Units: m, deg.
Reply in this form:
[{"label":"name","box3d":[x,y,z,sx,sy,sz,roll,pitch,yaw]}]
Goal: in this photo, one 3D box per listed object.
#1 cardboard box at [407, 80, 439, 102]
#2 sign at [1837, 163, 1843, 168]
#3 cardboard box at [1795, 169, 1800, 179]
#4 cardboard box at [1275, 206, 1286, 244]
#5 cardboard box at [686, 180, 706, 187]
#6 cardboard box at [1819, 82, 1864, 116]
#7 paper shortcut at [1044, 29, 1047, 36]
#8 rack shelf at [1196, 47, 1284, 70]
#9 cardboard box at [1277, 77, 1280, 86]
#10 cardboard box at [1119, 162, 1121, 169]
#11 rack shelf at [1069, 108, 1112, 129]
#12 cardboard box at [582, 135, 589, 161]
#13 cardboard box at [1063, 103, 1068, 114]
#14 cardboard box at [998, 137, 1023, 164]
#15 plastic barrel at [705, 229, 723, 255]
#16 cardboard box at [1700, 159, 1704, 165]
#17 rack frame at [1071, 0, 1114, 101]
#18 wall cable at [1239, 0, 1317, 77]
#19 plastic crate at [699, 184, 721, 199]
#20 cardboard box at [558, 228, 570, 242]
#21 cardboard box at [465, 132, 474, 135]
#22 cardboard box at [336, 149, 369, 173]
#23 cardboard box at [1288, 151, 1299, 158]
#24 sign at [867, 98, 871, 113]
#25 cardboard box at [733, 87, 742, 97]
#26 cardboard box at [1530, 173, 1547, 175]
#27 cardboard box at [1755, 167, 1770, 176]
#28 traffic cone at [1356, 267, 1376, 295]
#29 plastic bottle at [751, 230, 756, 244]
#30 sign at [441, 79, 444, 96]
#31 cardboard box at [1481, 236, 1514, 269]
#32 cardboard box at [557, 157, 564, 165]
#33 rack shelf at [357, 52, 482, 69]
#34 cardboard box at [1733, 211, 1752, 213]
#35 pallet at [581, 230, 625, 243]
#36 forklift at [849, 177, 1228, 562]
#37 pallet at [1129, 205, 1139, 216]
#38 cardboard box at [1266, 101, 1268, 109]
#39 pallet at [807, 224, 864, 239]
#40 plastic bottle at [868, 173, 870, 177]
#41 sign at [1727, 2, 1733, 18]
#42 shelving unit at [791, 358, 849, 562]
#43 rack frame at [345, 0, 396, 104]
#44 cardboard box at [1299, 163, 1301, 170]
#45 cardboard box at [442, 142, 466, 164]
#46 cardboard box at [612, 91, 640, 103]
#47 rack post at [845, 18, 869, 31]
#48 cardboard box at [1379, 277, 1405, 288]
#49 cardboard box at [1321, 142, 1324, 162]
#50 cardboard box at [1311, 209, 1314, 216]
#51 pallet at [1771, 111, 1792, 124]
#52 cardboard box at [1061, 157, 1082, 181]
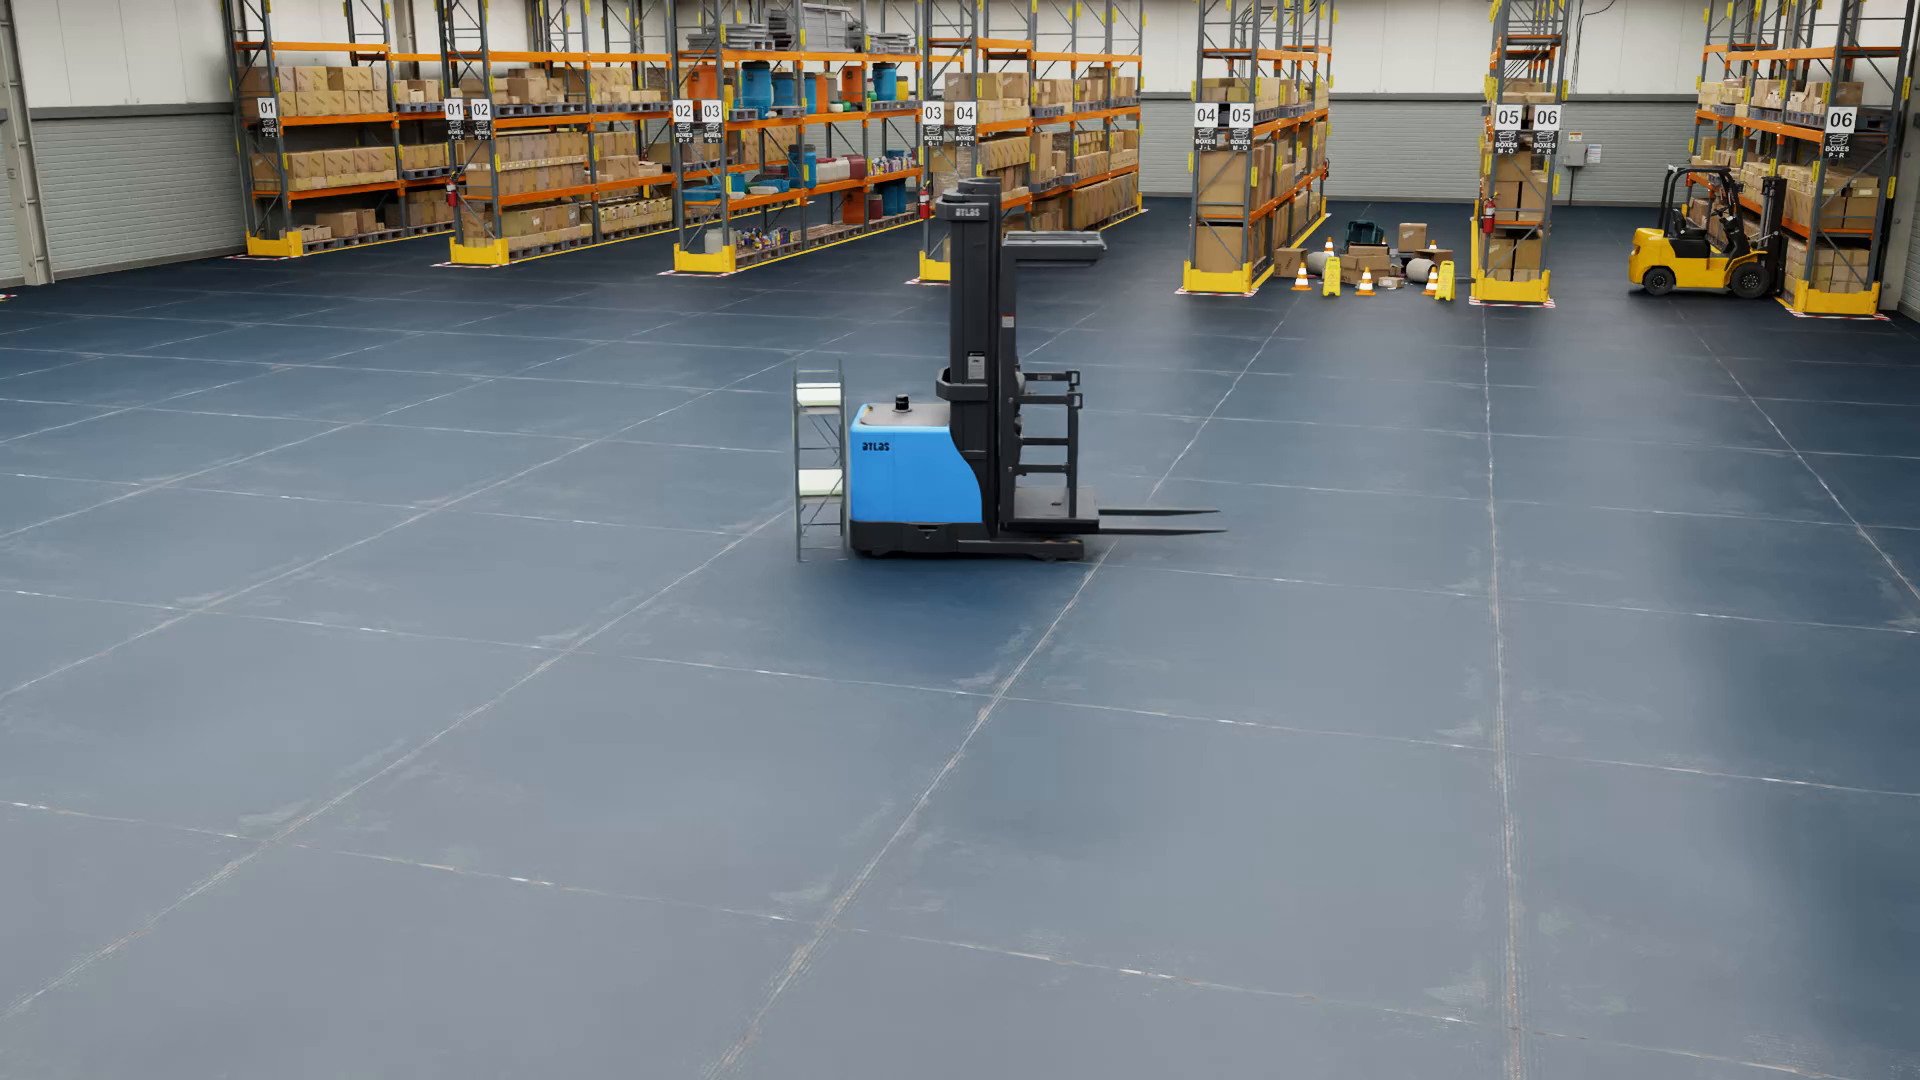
[{"label":"cardboard box","box3d":[-12.705,-10.627,39.350,0.500,0.500,0.500,4,16,14]},{"label":"sign","box3d":[15.754,-6.582,29.806,0.100,0.325,0.005,5,16,16]},{"label":"cardboard box","box3d":[14.556,-6.270,28.519,0.380,0.149,0.250,5,16,16]},{"label":"cardboard box","box3d":[6.319,-6.696,35.293,1.050,0.750,0.750,5,17,17]},{"label":"cardboard box","box3d":[-6.919,-9.185,43.116,0.500,0.250,0.500,5,16,16]},{"label":"cardboard box","box3d":[13.977,-6.999,26.376,0.500,0.500,0.500,5,17,18]},{"label":"paper shortcut","box3d":[1.968,-11.708,38.361,0.009,0.170,0.078,15,-12,13]},{"label":"rack shelf","box3d":[5.118,-8.736,30.188,1.077,0.370,4.000,5,16,16]},{"label":"cardboard box","box3d":[5.888,-8.747,31.719,0.380,0.149,0.250,4,16,15]},{"label":"cardboard box","box3d":[3.931,-9.620,42.708,0.380,0.149,0.250,4,16,15]},{"label":"rack shelf","box3d":[2.665,-9.989,39.371,1.077,0.370,4.000,5,16,16]},{"label":"cardboard box","box3d":[-10.844,-10.853,46.045,0.980,0.700,0.700,5,17,17]},{"label":"cardboard box","box3d":[2.068,-9.465,36.482,0.500,0.250,0.500,5,16,16]},{"label":"cardboard box","box3d":[0.955,-7.725,33.005,0.500,0.500,0.500,5,16,16]},{"label":"plastic barrel","box3d":[-4.812,-5.843,32.723,0.421,0.512,0.421,0,16,0]},{"label":"cardboard box","box3d":[17.835,-8.882,39.377,0.500,0.250,0.500,4,16,14]},{"label":"rack frame","box3d":[3.233,-12.301,40.708,1.000,3.000,0.127,5,16,16]},{"label":"wall cable","box3d":[9.281,-16.108,48.232,2.277,5.999,0.120,5,16,16]},{"label":"plastic crate","box3d":[-4.880,-6.912,32.974,0.499,0.251,0.408,5,16,16]},{"label":"cardboard box","box3d":[-8.739,-6.570,35.766,0.500,0.250,0.500,5,16,16]},{"label":"cardboard box","box3d":[-12.271,-10.221,42.230,0.500,0.250,0.500,5,17,17]},{"label":"cardboard box","box3d":[-13.415,-8.363,36.682,0.500,0.500,0.500,4,16,14]},{"label":"cardboard box","box3d":[7.512,-8.775,37.870,0.380,0.149,0.250,5,17,18]},{"label":"sign","box3d":[-2.123,-10.105,38.653,0.100,0.325,0.005,5,16,16]},{"label":"cardboard box","box3d":[-5.887,-11.904,44.162,0.500,0.250,0.500,5,16,16]},{"label":"cardboard box","box3d":[10.290,-6.338,29.950,0.500,0.500,0.500,5,17,17]},{"label":"cardboard box","box3d":[15.441,-7.049,31.811,0.380,0.149,0.250,4,16,14]},{"label":"traffic cone","box3d":[7.049,-4.497,28.834,0.336,0.463,0.334,5,16,16]},{"label":"plastic bottle","box3d":[-4.342,-6.379,35.016,0.097,0.271,0.097,0,16,0]},{"label":"sign","box3d":[-10.190,-8.922,32.812,0.100,0.325,0.005,5,16,16]},{"label":"cardboard box","box3d":[9.302,-4.977,28.775,0.500,0.500,0.500,5,17,16]},{"label":"cardboard box","box3d":[-8.700,-8.098,35.510,0.380,0.149,0.250,5,16,16]},{"label":"rack shelf","box3d":[-12.719,-11.346,39.389,1.077,0.370,4.000,5,16,16]},{"label":"cardboard box","box3d":[16.539,-6.882,35.217,0.380,0.149,0.250,5,17,18]},{"label":"pallet","box3d":[-8.365,-6.946,37.930,1.003,0.211,1.213,5,16,16]},{"label":"forklift","box3d":[0.648,-1.383,13.333,3.031,2.935,1.130,1,16,2]},{"label":"pallet","box3d":[4.218,-8.905,44.838,1.003,0.211,1.213,5,16,16]},{"label":"cardboard box","box3d":[5.385,-7.899,30.191,0.380,0.149,0.250,5,17,16]},{"label":"pallet","box3d":[-2.910,-7.212,38.868,1.003,0.211,1.213,5,16,16]},{"label":"plastic bottle","box3d":[-2.219,-8.781,39.519,0.152,0.276,0.135,5,16,16]},{"label":"sign","box3d":[16.980,-11.683,36.672,0.100,0.325,0.005,5,16,16]},{"label":"shelving unit","box3d":[-1.127,-0.654,13.384,0.431,1.500,0.755,-1,16,-5]},{"label":"rack frame","box3d":[-13.288,-11.361,37.392,1.000,3.000,0.127,5,16,16]},{"label":"cardboard box","box3d":[7.670,-8.625,38.432,0.380,0.149,0.250,5,17,18]},{"label":"cardboard box","box3d":[-12.408,-9.509,40.867,0.700,0.500,0.500,3,16,11]},{"label":"cardboard box","box3d":[-7.780,-10.301,38.656,0.500,0.250,0.500,4,16,15]},{"label":"rack post","box3d":[-2.525,-12.099,39.048,0.624,0.289,0.986,5,16,16]},{"label":"cardboard box","box3d":[7.760,-4.635,29.899,0.250,0.149,0.380,-15,21,-41]},{"label":"cardboard box","box3d":[9.064,-9.970,42.754,0.500,0.500,0.500,4,16,15]},{"label":"cardboard box","box3d":[8.701,-8.248,41.865,0.380,0.149,0.250,4,16,14]},{"label":"pallet","box3d":[15.459,-7.753,30.519,0.805,0.209,1.217,4,16,14]},{"label":"cardboard box","box3d":[2.495,-8.523,38.198,0.500,0.500,0.500,5,17,18]}]
